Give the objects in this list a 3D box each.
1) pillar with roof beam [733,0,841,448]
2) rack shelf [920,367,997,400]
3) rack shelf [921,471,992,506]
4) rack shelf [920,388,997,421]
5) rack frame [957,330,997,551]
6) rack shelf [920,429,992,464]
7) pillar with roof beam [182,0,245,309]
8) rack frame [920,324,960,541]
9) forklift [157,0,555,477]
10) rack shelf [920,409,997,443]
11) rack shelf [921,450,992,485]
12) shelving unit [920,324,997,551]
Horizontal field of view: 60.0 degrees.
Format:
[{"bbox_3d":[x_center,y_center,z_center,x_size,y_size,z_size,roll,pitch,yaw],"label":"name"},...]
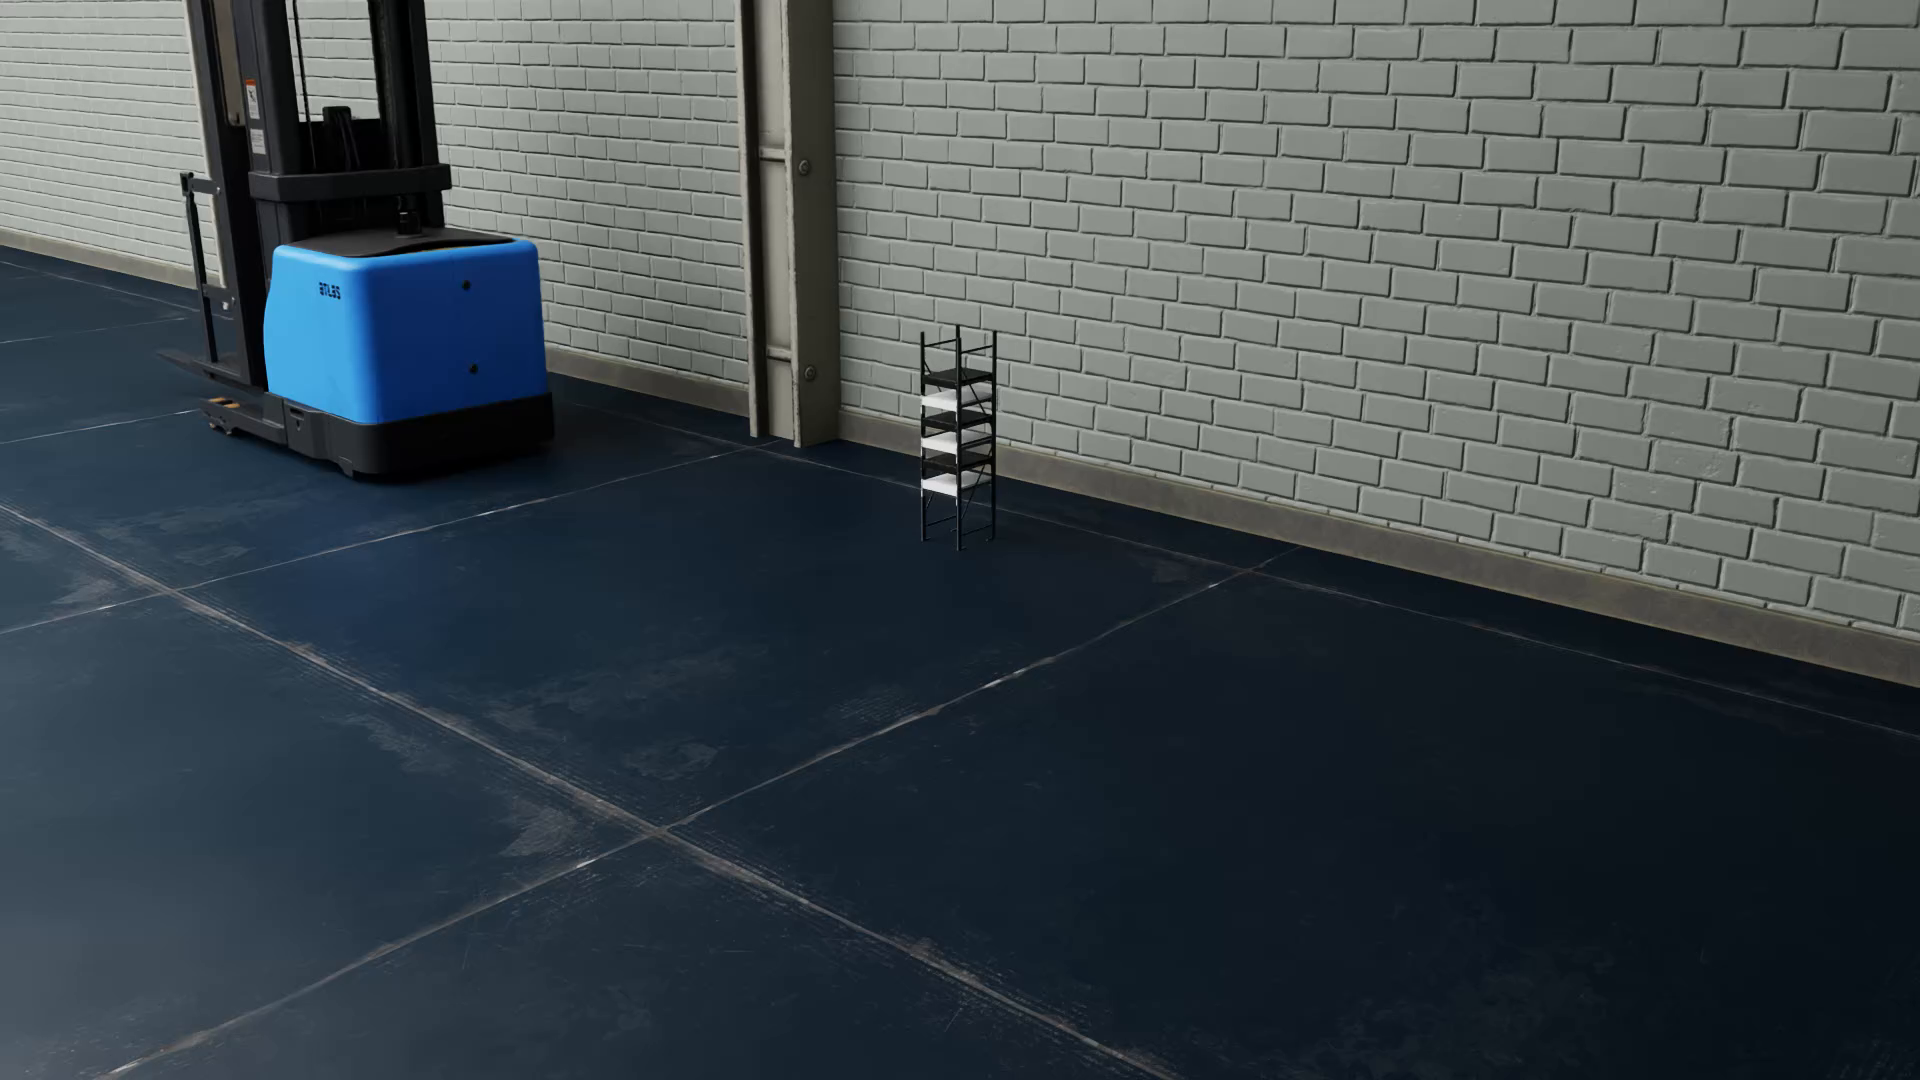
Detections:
[{"bbox_3d":[-3.729,-3.867,4.419,0.400,9.000,9.100,15,23,39],"label":"pillar with roof beam"},{"bbox_3d":[-0.006,-0.656,6.909,0.200,0.077,0.258,15,23,39],"label":"rack shelf"},{"bbox_3d":[-0.006,-0.227,7.045,0.200,0.077,0.258,15,23,39],"label":"rack shelf"},{"bbox_3d":[-0.006,-0.570,6.936,0.200,0.077,0.258,15,23,39],"label":"rack shelf"},{"bbox_3d":[0.070,-0.410,6.916,0.006,0.900,0.240,15,23,39],"label":"rack frame"},{"bbox_3d":[-0.006,-0.399,6.991,0.200,0.077,0.258,15,23,39],"label":"rack shelf"},{"bbox_3d":[-8.217,-5.071,8.215,0.400,9.000,9.100,15,23,39],"label":"pillar with roof beam"},{"bbox_3d":[-0.082,-0.451,7.045,0.006,0.900,0.240,15,23,39],"label":"rack frame"},{"bbox_3d":[-3.480,-2.062,8.762,3.031,2.935,1.130,17,24,42],"label":"forklift"},{"bbox_3d":[-0.006,-0.485,6.964,0.200,0.077,0.258,15,23,39],"label":"rack shelf"},{"bbox_3d":[-0.006,-0.313,7.018,0.200,0.077,0.258,15,23,39],"label":"rack shelf"},{"bbox_3d":[-0.006,-0.431,6.981,0.210,0.900,0.258,15,23,39],"label":"shelving unit"}]
